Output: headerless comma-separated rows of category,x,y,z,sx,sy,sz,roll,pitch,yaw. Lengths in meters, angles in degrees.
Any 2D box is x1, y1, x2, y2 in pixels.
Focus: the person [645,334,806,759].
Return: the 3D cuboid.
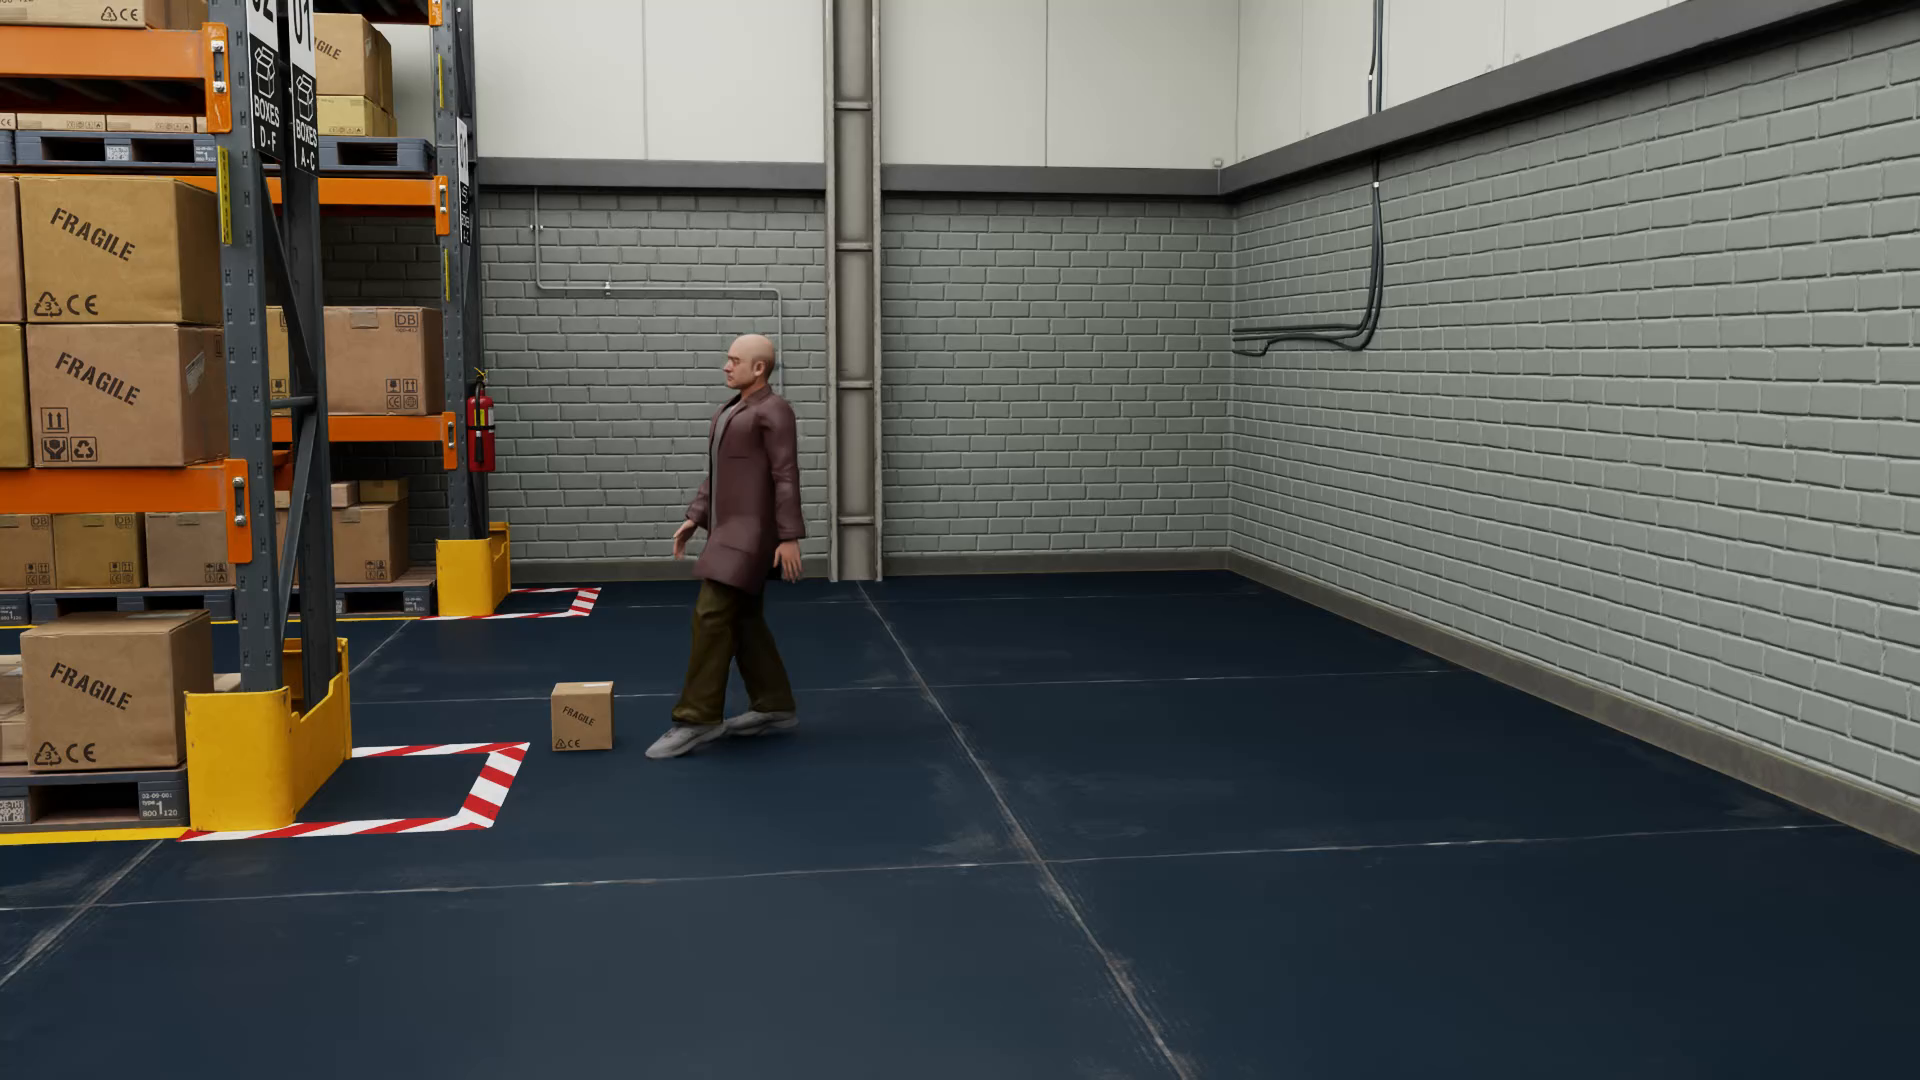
person,-1.055,0.007,7.226,0.743,1.796,0.652,-3,7,-24
